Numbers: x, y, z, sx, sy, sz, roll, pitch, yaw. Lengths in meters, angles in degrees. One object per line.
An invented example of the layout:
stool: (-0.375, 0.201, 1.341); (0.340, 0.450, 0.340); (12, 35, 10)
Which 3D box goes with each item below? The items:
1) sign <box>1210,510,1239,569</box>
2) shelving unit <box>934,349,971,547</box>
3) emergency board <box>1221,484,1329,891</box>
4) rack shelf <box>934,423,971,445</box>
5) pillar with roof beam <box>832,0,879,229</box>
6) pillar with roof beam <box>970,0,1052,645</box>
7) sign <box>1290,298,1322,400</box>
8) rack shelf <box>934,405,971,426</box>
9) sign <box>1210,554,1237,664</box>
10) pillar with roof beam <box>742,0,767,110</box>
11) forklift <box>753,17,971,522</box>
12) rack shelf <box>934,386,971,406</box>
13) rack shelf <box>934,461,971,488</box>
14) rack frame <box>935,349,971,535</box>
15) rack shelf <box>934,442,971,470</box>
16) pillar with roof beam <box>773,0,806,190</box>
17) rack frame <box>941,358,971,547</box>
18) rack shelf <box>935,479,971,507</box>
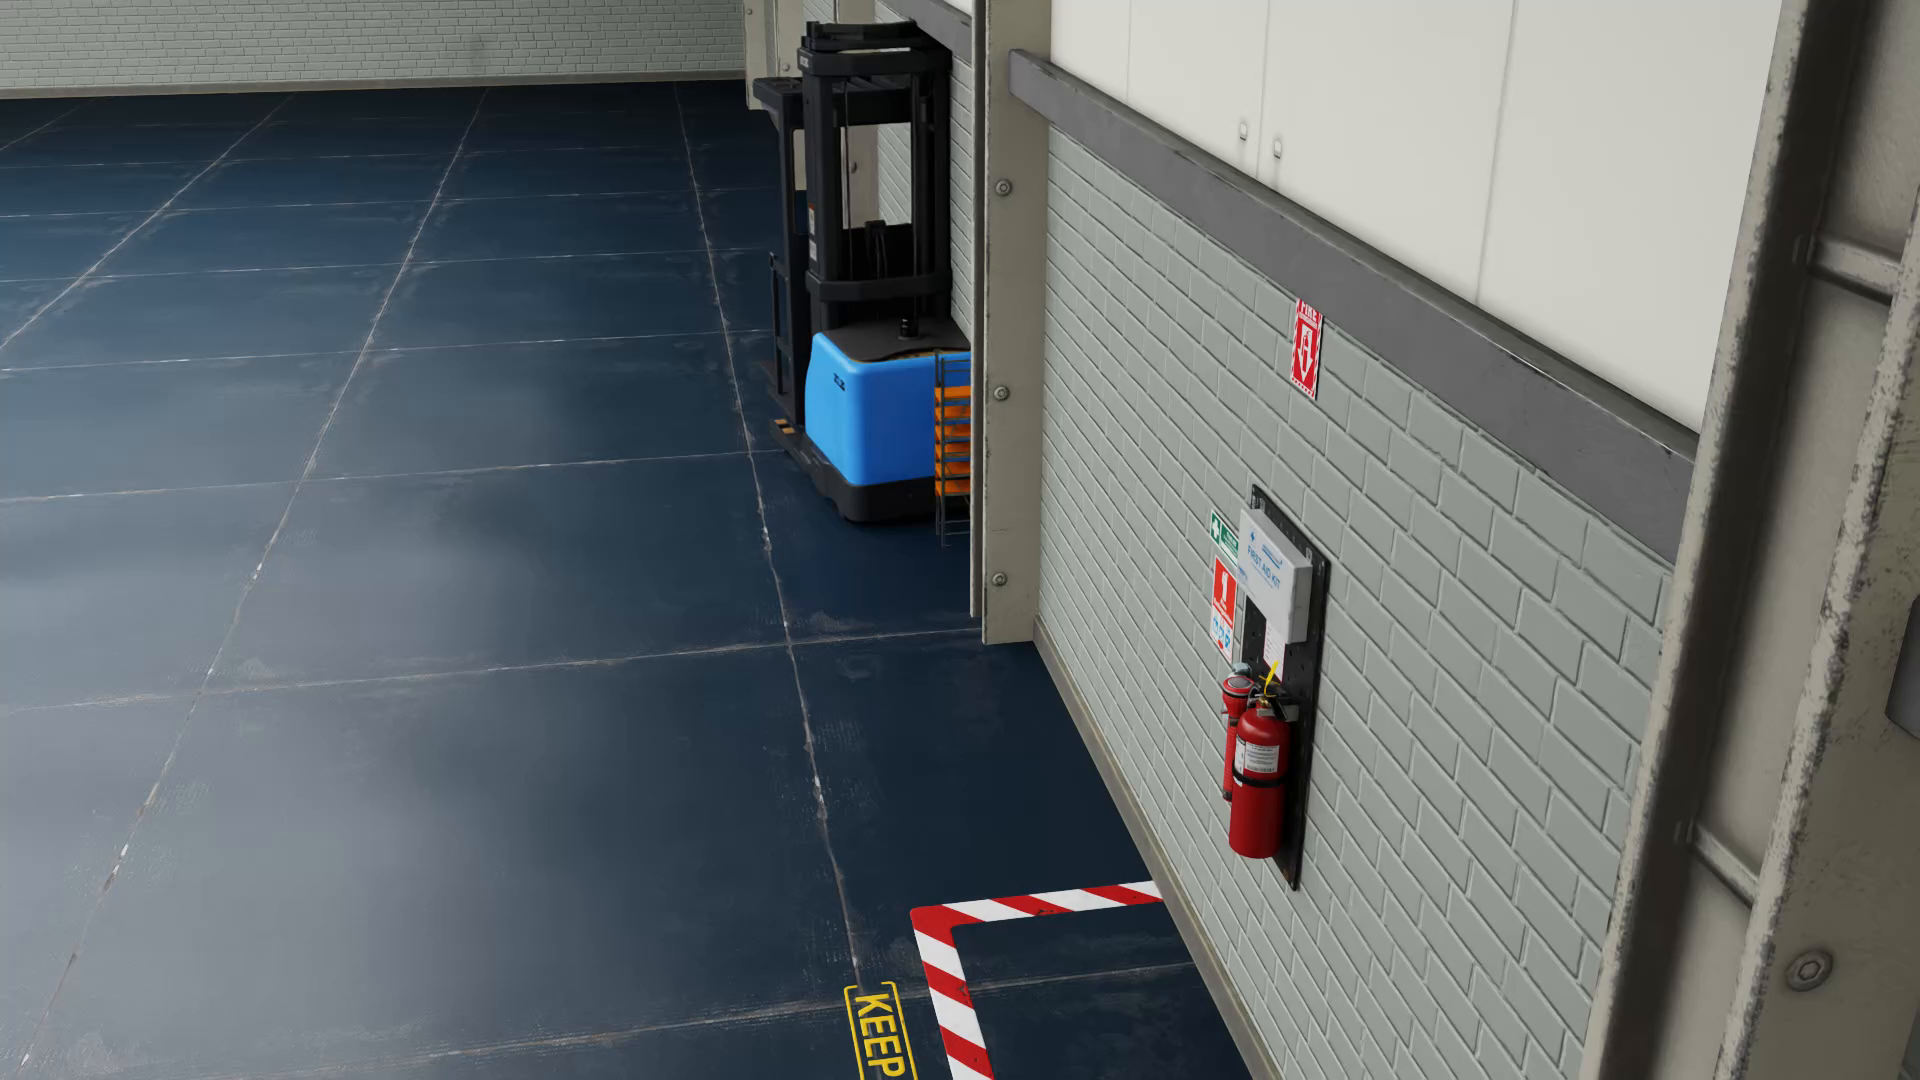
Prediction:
sign: (0.926, 0.003, 5.788); (0.001, 0.109, 0.331); (-4, 24, -10)
shelving unit: (-0.011, -0.554, 10.019); (0.258, 1.200, 0.189); (-5, 24, -11)
emergency board: (0.935, 0.485, 5.391); (0.194, 1.169, 0.643); (-4, 24, -10)
rack shelf: (-0.011, -0.623, 9.989); (0.258, 0.103, 0.180); (-5, 24, -11)
pillar with roof beam: (-5.096, -5.690, 12.036); (9.100, 9.000, 0.400); (-4, 24, -10)
pillar with roof beam: (-3.986, -3.330, 6.632); (9.100, 9.000, 0.400); (-4, 24, -10)
sign: (1.031, -0.588, 4.951); (0.001, 0.298, 0.199); (-4, 24, -10)
rack shelf: (-0.011, -0.733, 9.941); (0.258, 0.103, 0.180); (-5, 24, -11)
sign: (0.934, 0.244, 5.899); (0.001, 0.329, 0.234); (-4, 24, -10)
pillar with roof beam: (-7.315, -10.411, 22.843); (9.100, 9.000, 0.400); (-4, 24, -10)
forklift: (-0.713, -2.017, 11.206); (1.130, 2.935, 3.031); (-9, 25, -19)
rack shelf: (-0.011, -0.843, 9.893); (0.258, 0.103, 0.180); (-5, 24, -11)
rack shelf: (-0.011, -0.403, 10.085); (0.258, 0.103, 0.180); (-5, 24, -11)
rack frame: (-0.030, -0.590, 10.102); (0.240, 1.200, 0.006); (-5, 24, -11)
rack shelf: (-0.011, -0.513, 10.037); (0.258, 0.103, 0.180); (-5, 24, -11)
pillar with roof beam: (-6.205, -8.051, 17.440); (9.100, 9.000, 0.400); (-4, 24, -10)
rack frame: (0.007, -0.518, 9.937); (0.240, 1.200, 0.006); (-5, 24, -11)
rack shelf: (-0.011, -0.293, 10.133); (0.258, 0.103, 0.180); (-5, 24, -11)
